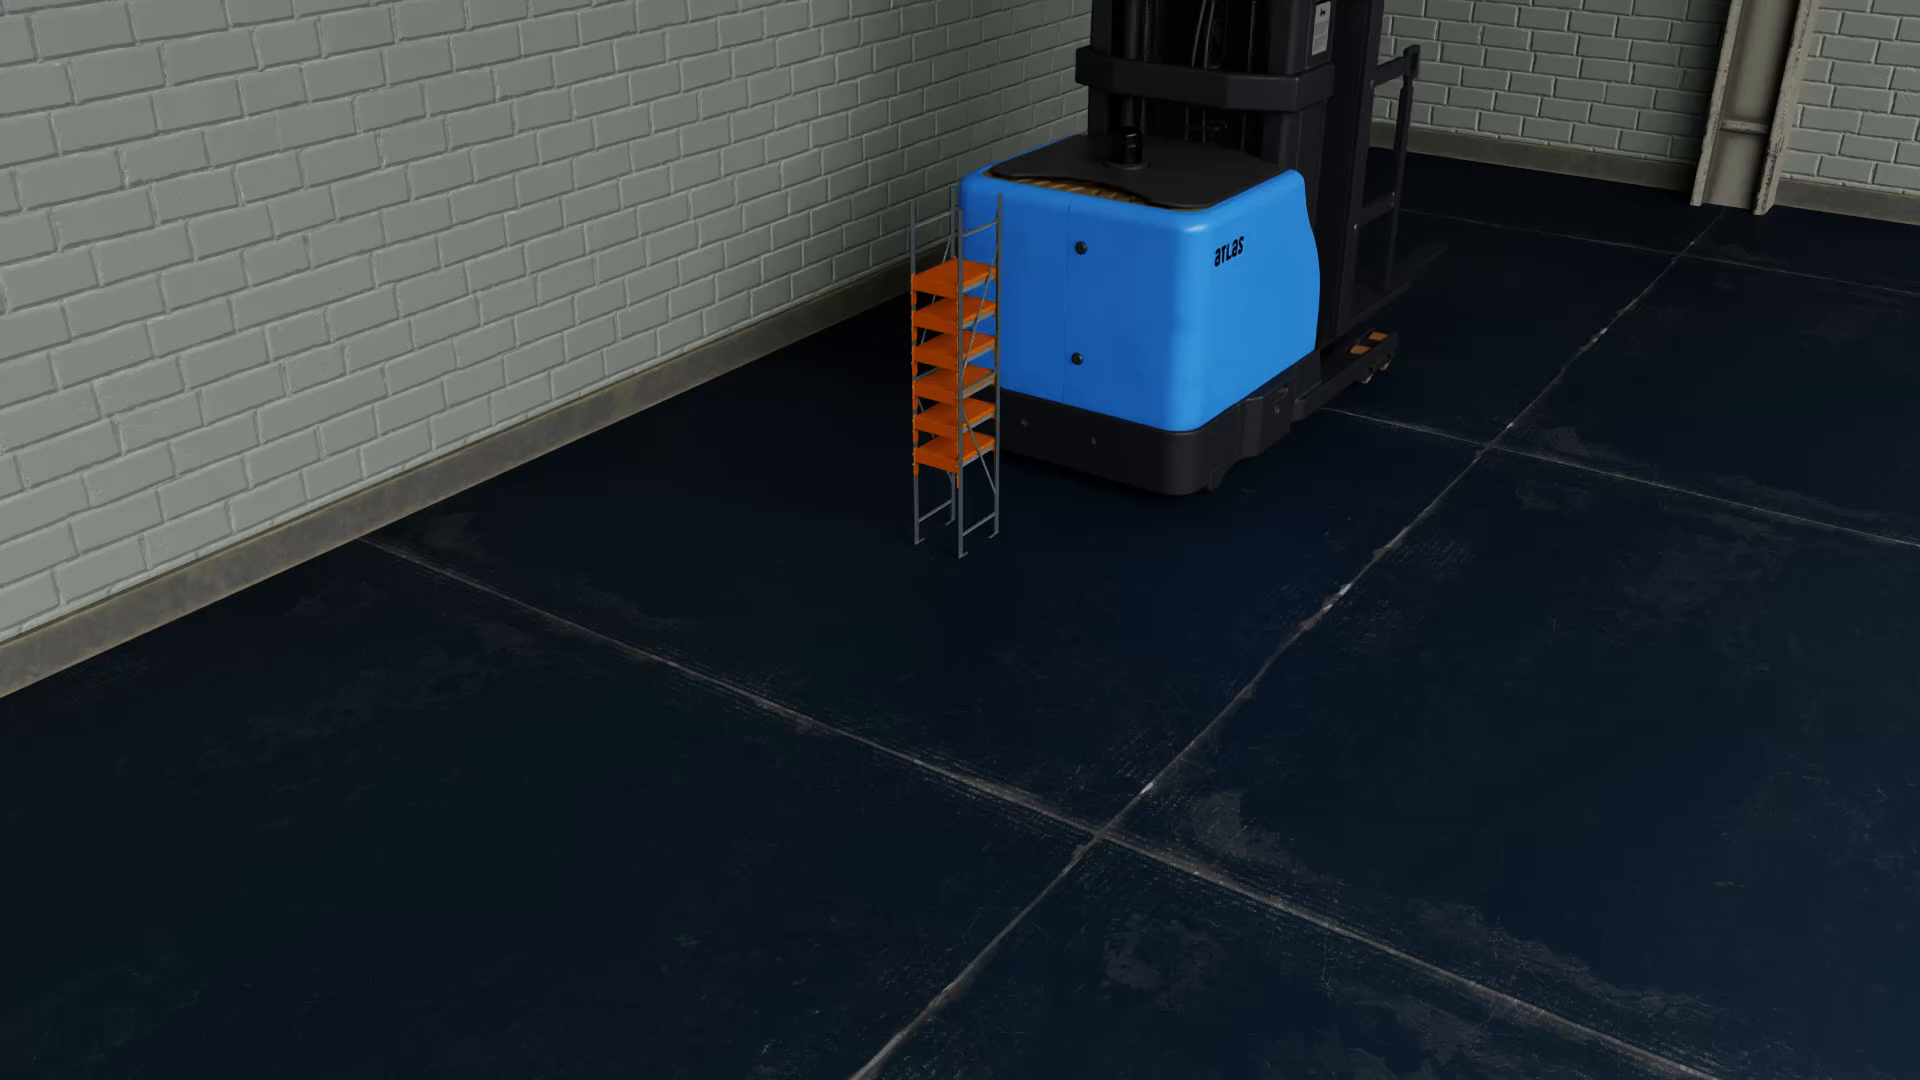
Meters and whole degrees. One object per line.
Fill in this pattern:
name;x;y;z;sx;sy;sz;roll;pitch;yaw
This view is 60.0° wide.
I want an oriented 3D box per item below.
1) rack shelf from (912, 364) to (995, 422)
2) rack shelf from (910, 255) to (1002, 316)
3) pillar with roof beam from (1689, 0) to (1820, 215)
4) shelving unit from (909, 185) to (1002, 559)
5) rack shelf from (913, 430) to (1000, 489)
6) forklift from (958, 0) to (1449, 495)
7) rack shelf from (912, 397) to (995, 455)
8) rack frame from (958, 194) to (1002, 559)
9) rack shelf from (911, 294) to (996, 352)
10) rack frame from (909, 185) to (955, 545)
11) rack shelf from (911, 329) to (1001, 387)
rack shelf;-0.012;-0.499;5.505;0.180;0.103;0.258;17;32;30
rack shelf;-0.012;-0.820;5.342;0.180;0.103;0.258;17;32;30
pillar with roof beam;1.991;-4.330;4.337;0.400;9.000;9.100;17;32;30
shelving unit;-0.012;-0.538;5.485;0.189;1.200;0.258;17;32;30
rack shelf;-0.012;-0.285;5.614;0.180;0.103;0.258;17;32;30
forklift;1.237;-2.079;6.604;1.130;2.935;3.031;18;32;31
rack shelf;-0.012;-0.392;5.560;0.180;0.103;0.258;17;32;30
rack frame;0.063;-0.515;5.439;0.006;1.200;0.240;17;32;30
rack shelf;-0.012;-0.713;5.396;0.180;0.103;0.258;17;32;30
rack frame;-0.087;-0.562;5.531;0.006;1.200;0.240;17;32;30
rack shelf;-0.012;-0.606;5.451;0.180;0.103;0.258;17;32;30
